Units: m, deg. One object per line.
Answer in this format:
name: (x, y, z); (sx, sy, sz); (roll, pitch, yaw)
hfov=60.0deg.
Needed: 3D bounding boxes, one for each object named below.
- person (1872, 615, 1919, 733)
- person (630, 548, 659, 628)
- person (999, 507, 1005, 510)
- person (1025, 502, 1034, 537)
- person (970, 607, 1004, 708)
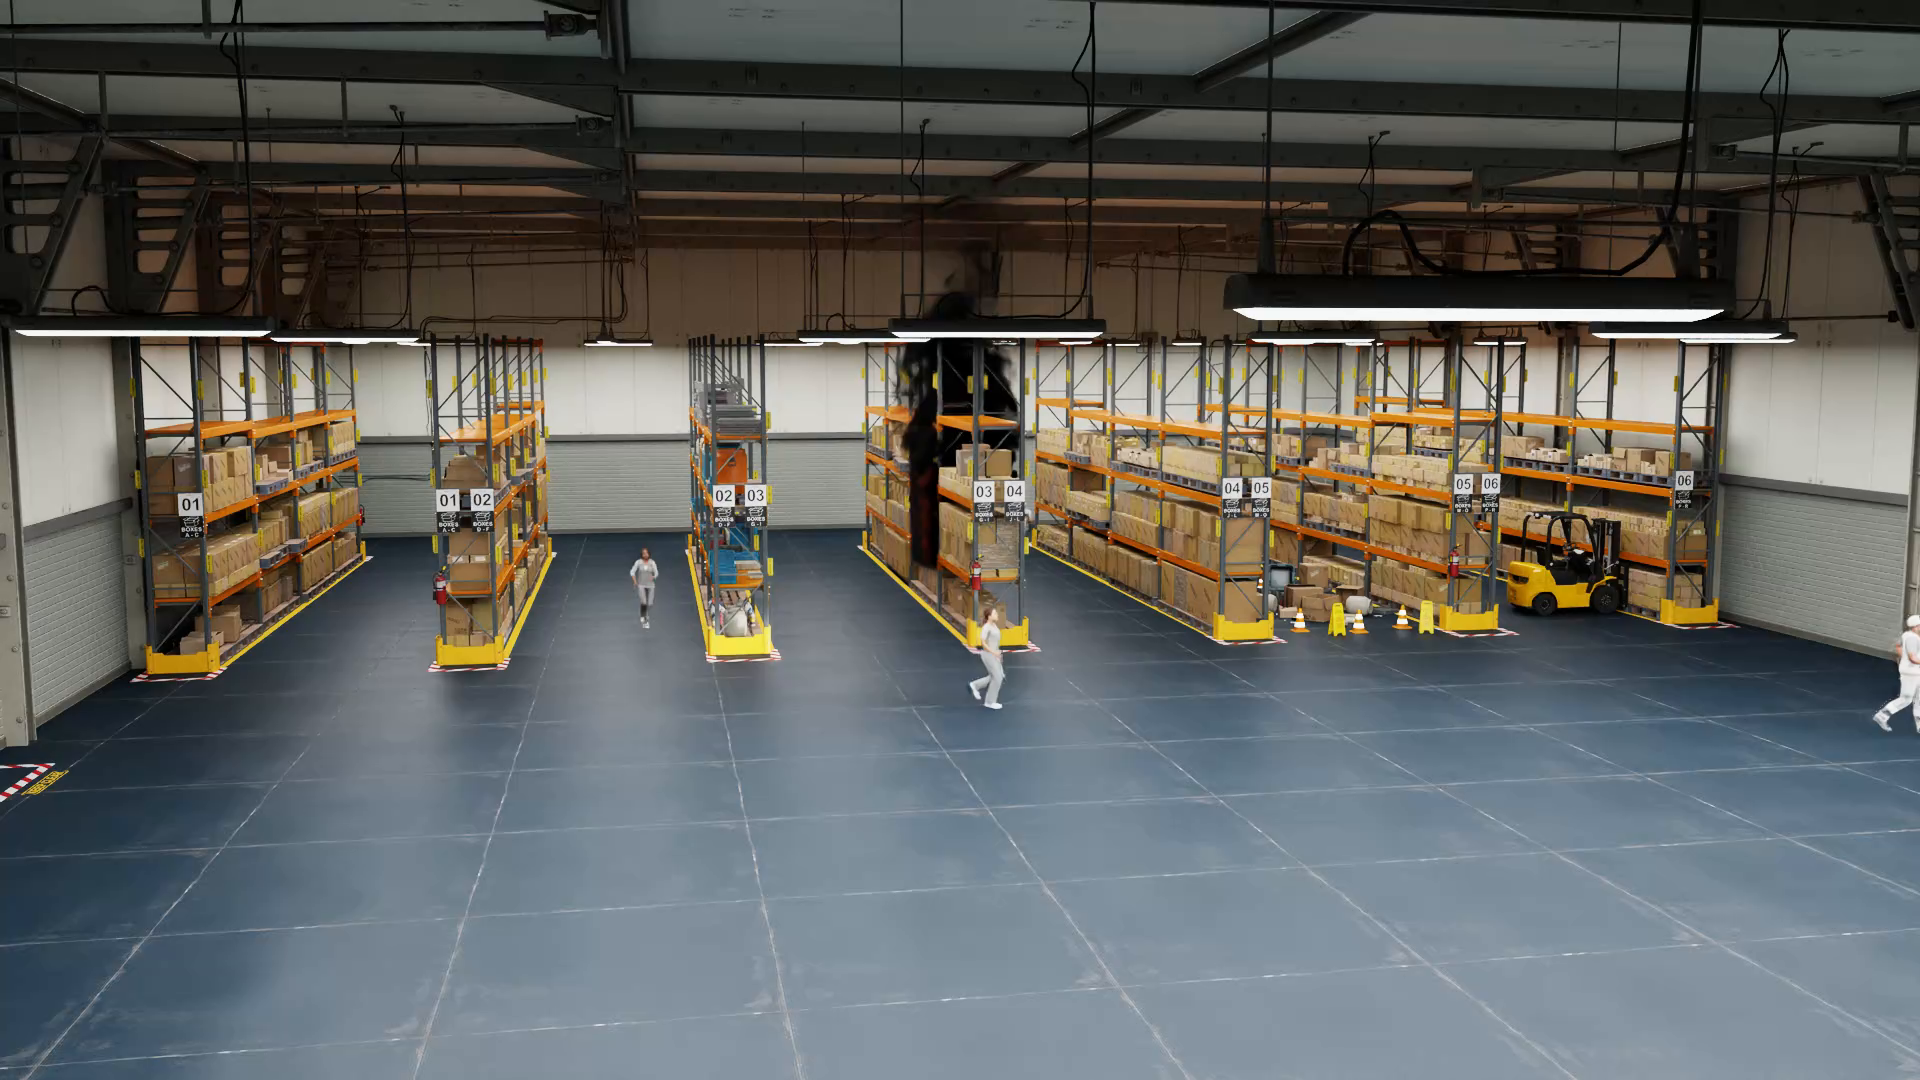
person: (14.083, 2.005, 24.670); (0.883, 1.807, 0.682); (4, 8, 29)
person: (-6.130, 0.946, 32.412); (0.522, 1.581, 0.550); (-2, 7, -19)
person: (1.148, -0.502, 47.052); (0.692, 1.706, 0.532); (-1, 7, -6)
person: (1.652, -0.238, 45.113); (0.601, 1.676, 0.925); (-2, 7, -17)
person: (0.426, 1.877, 26.651); (0.590, 1.617, 0.595); (2, 7, 16)
